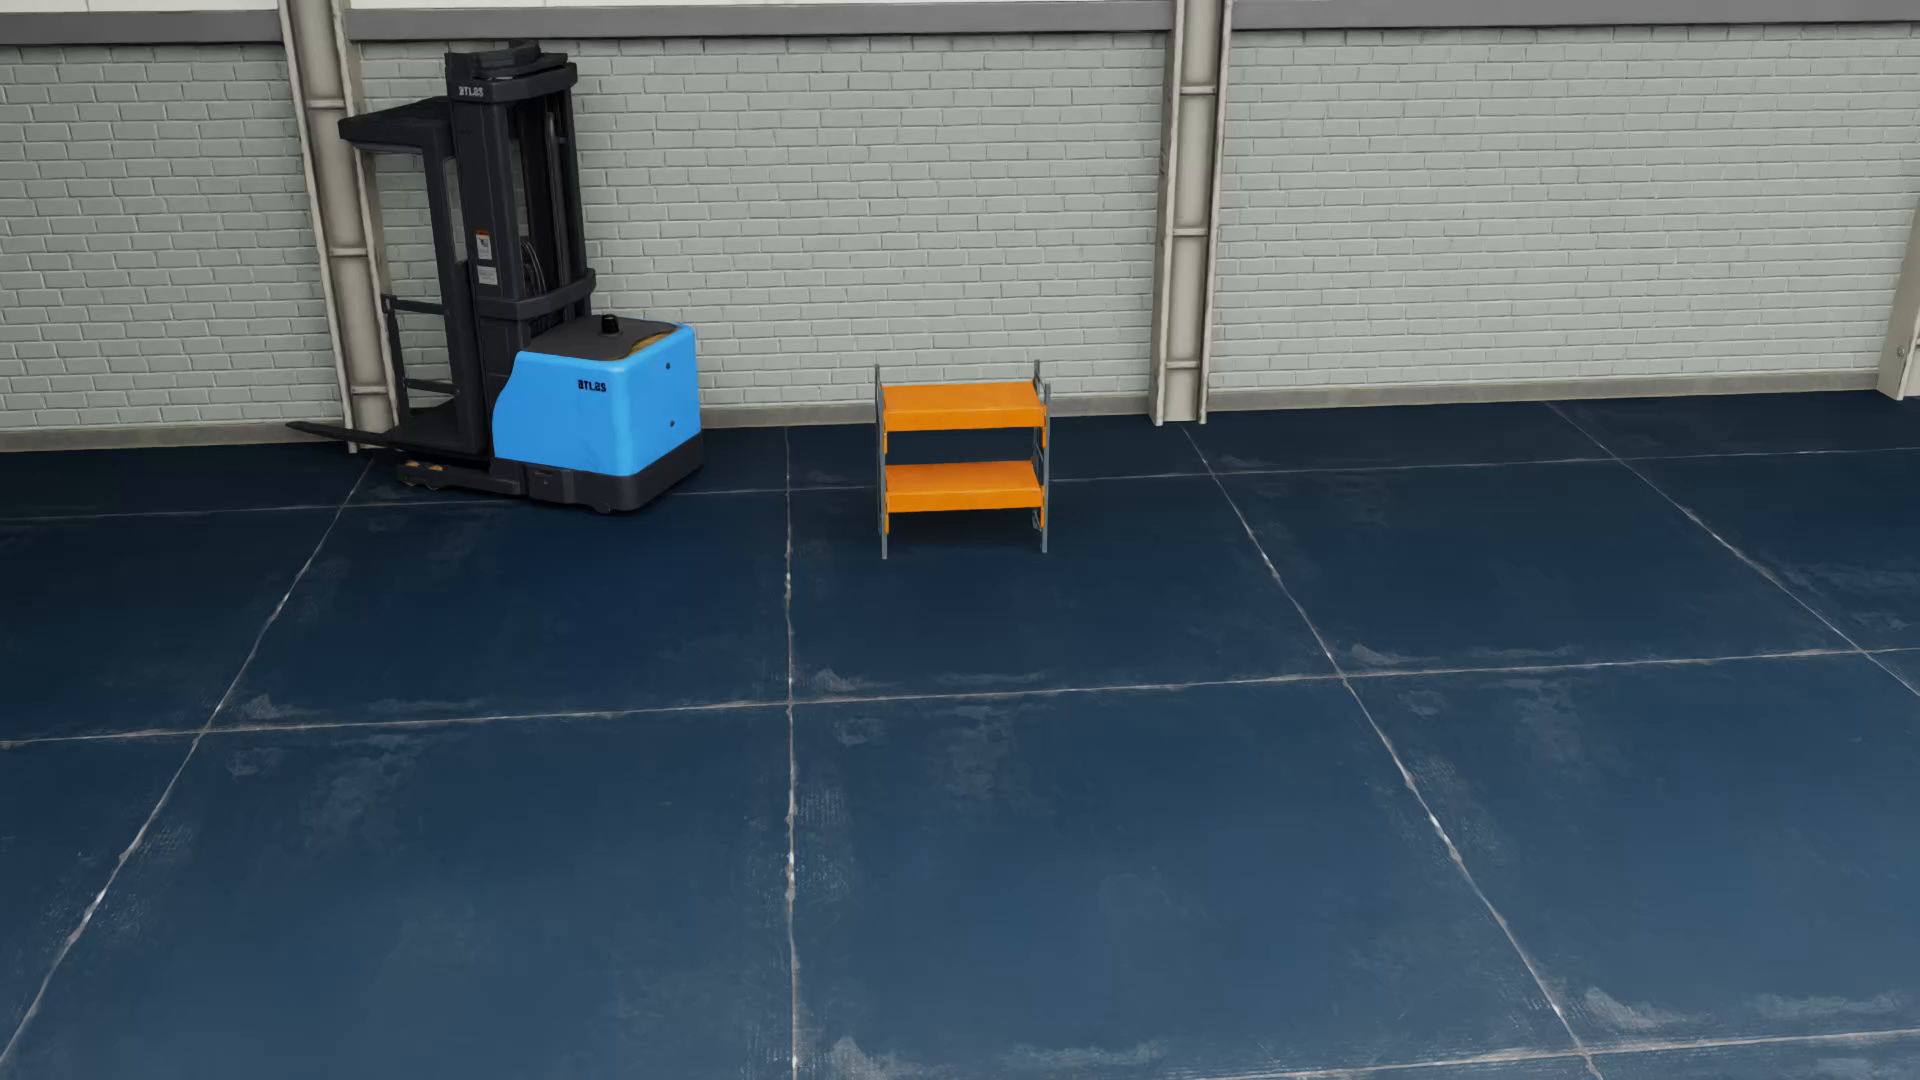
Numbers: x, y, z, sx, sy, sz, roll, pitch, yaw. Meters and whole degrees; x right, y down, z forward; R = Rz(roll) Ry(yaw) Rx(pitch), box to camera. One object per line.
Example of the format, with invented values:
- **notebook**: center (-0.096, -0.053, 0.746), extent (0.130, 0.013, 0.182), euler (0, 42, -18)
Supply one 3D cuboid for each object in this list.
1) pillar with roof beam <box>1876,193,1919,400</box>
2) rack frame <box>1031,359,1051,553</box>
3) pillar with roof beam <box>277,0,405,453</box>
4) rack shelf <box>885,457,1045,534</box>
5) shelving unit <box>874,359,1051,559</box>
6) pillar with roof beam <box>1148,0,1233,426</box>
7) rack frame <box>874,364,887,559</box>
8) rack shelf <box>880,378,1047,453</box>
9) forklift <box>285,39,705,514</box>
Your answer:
- **pillar with roof beam**: center (8.071, -3.557, 7.673), extent (0.400, 9.000, 9.100), euler (-2, 24, -5)
- **rack frame**: center (0.513, -0.535, 10.568), extent (0.032, 1.125, 0.500), euler (-2, 24, -5)
- **pillar with roof beam**: center (-3.871, -3.078, 6.595), extent (0.400, 9.000, 9.100), euler (-2, 24, -5)
- **rack shelf**: center (0.007, -0.291, 10.621), extent (1.000, 0.278, 0.538), euler (-2, 24, -5)
- **shelving unit**: center (0.007, -0.514, 10.522), extent (1.048, 1.125, 0.538), euler (-2, 24, -5)
- **pillar with roof beam**: center (2.100, -3.317, 7.134), extent (0.400, 9.000, 9.100), euler (-2, 24, -5)
- **rack frame**: center (-0.499, -0.494, 10.476), extent (0.032, 1.125, 0.500), euler (-2, 24, -5)
- **rack shelf**: center (0.007, -0.782, 10.403), extent (1.000, 0.278, 0.538), euler (-2, 24, -5)
- **forklift**: center (-3.380, -1.877, 11.365), extent (3.031, 2.935, 1.130), euler (9, 26, 19)
